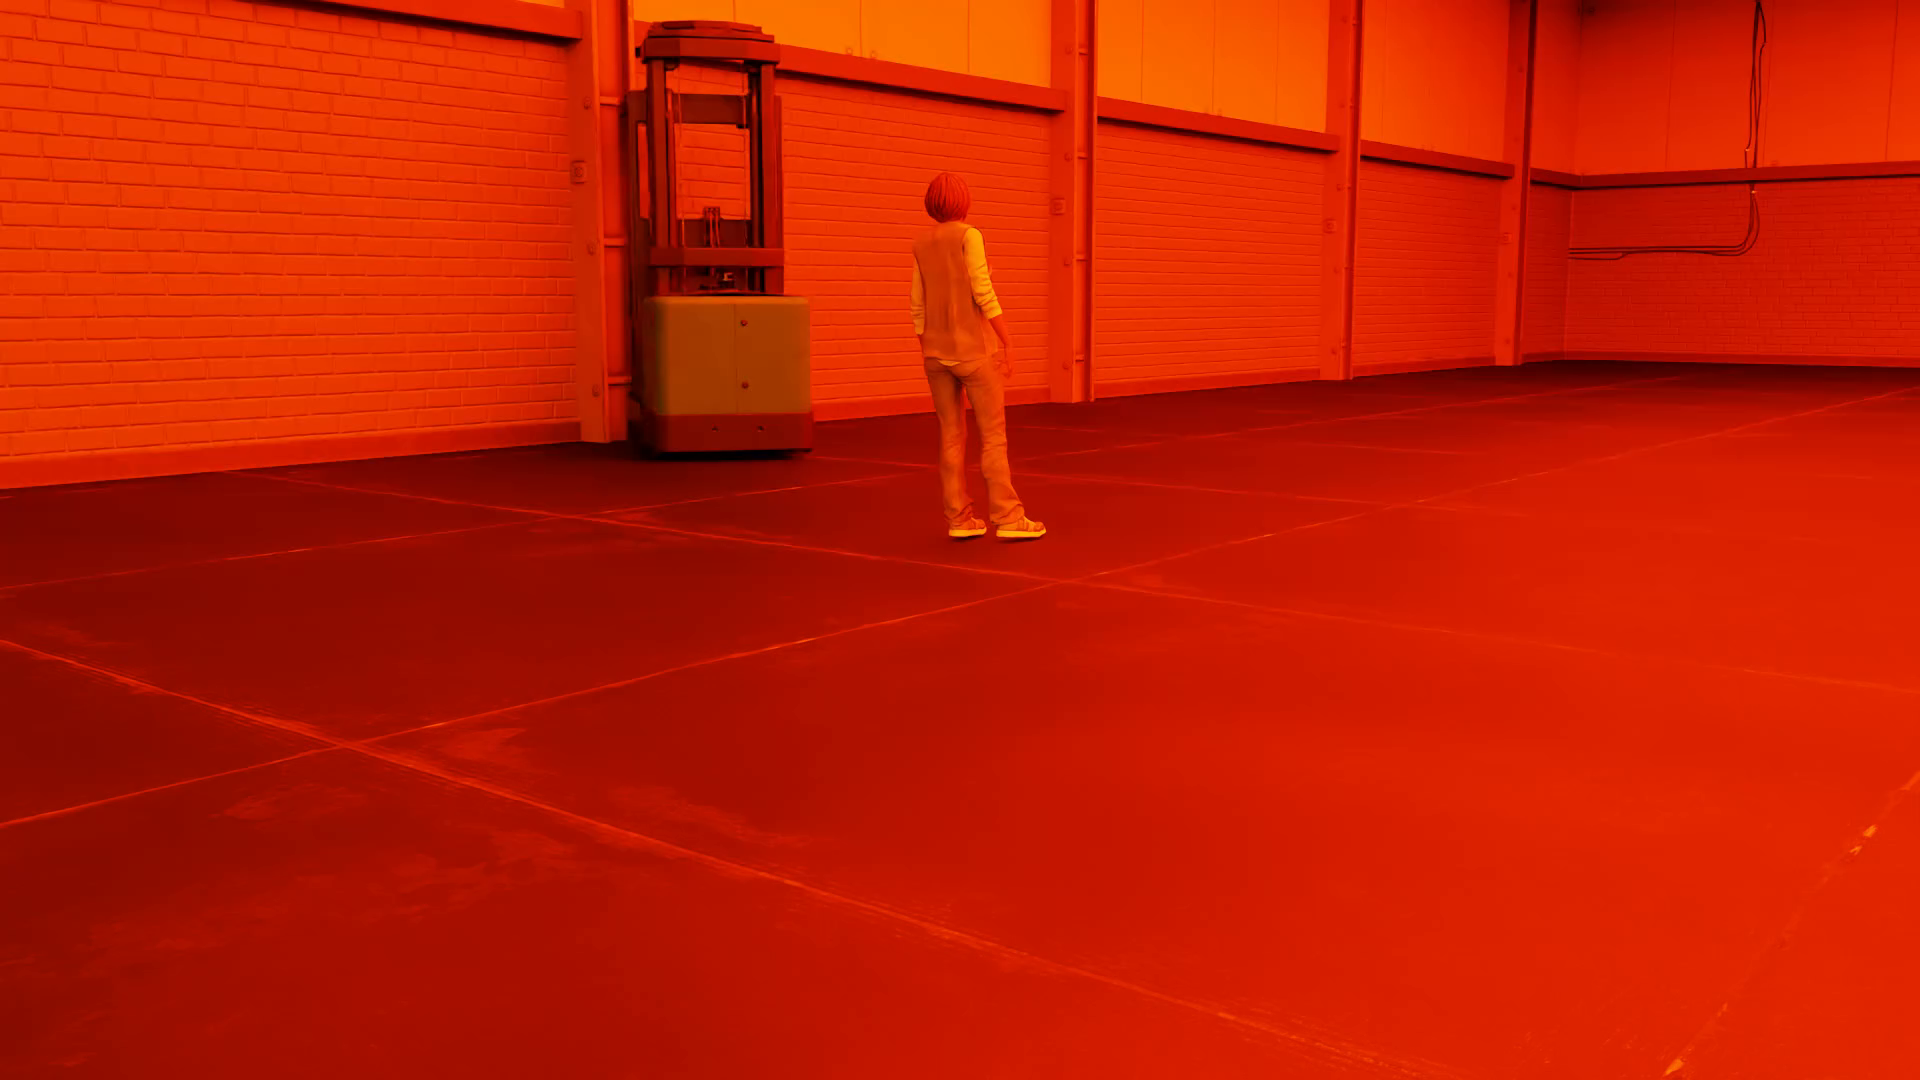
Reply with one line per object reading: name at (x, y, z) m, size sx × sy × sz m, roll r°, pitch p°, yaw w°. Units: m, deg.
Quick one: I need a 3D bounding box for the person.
person at (0.057, -0.805, 7.336) m, size 0.520 × 1.597 × 0.475 m, roll 7°, pitch 11°, yaw 38°

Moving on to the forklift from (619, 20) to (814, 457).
forklift at (-1.879, -2.178, 12.168) m, size 1.130 × 2.935 × 3.031 m, roll -2°, pitch 9°, yaw -16°
